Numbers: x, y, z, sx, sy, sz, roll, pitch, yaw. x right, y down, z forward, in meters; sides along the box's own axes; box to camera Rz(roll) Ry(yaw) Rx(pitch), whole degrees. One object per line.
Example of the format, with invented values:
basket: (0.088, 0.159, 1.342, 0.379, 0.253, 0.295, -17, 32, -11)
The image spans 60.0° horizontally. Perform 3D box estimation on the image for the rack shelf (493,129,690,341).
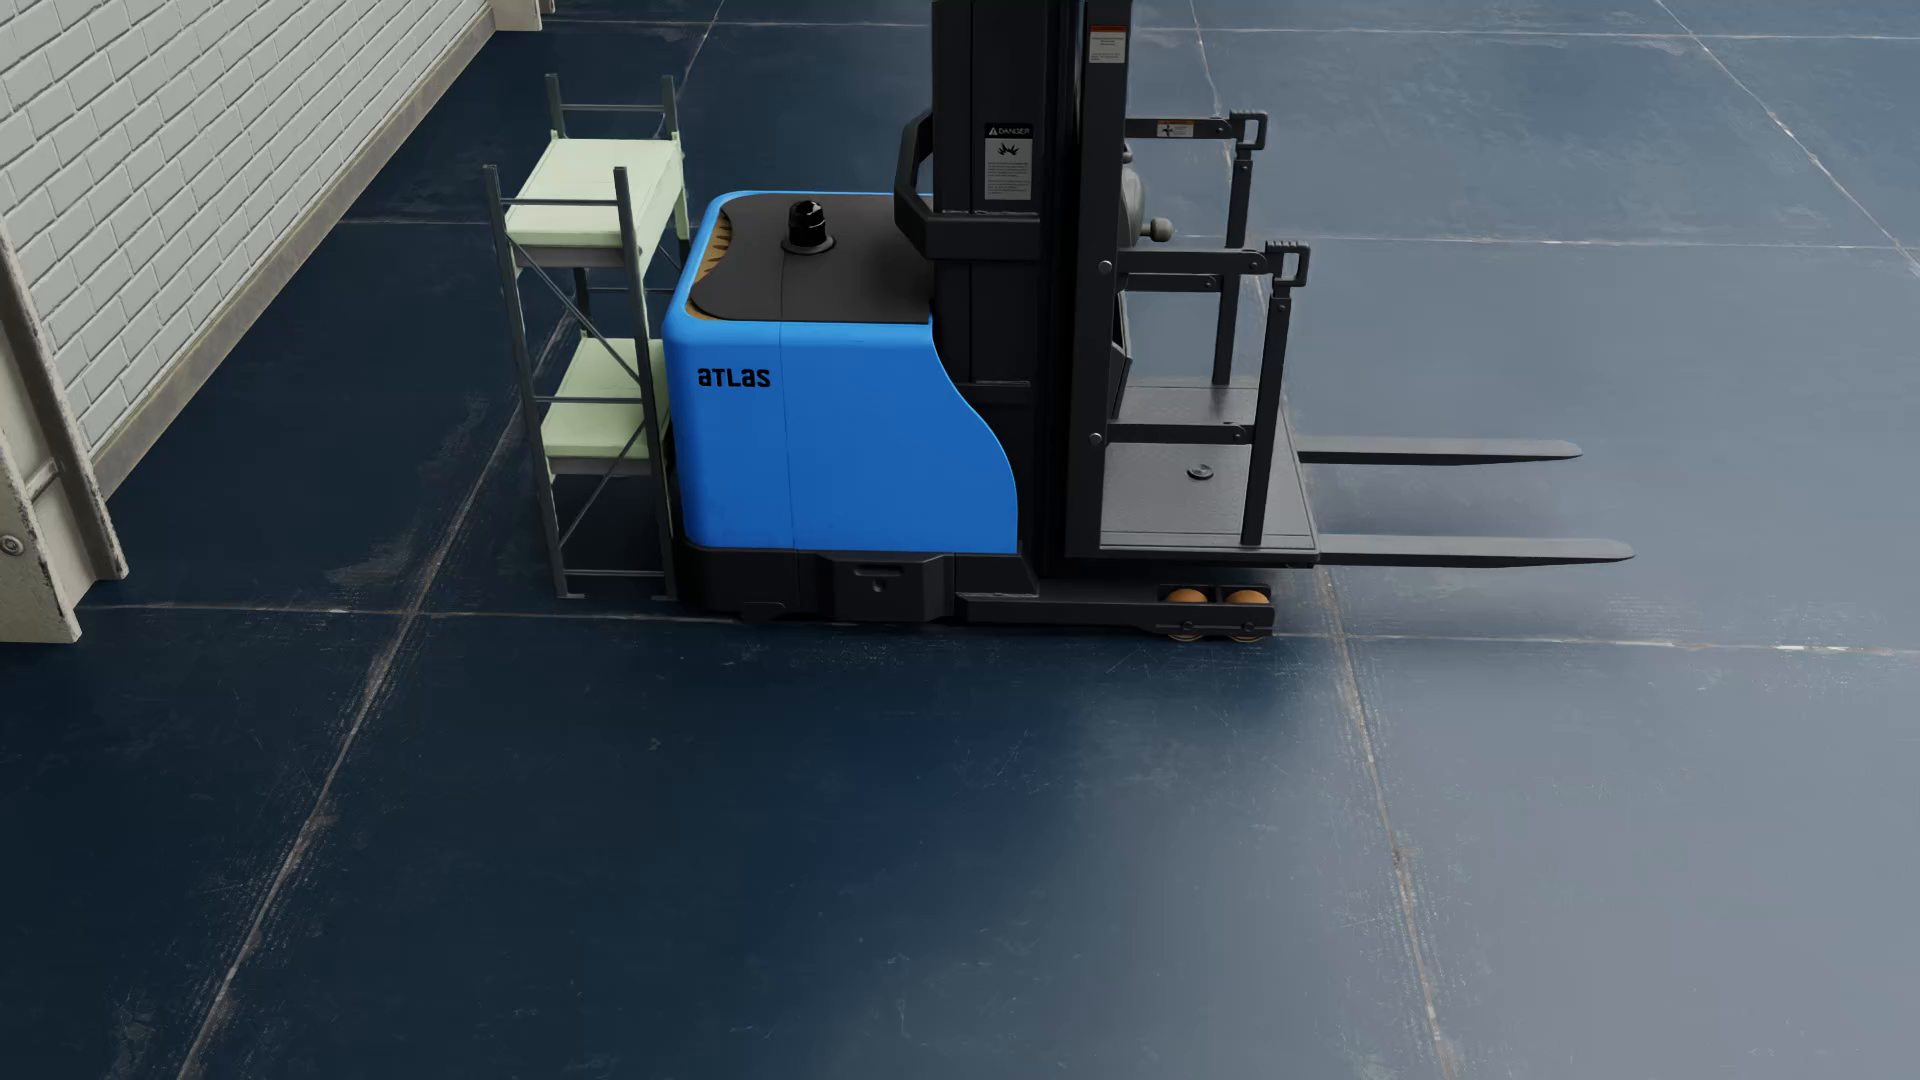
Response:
rack shelf: (-1.113, -0.951, 5.120, 0.431, 0.370, 0.720, 1, 35, 2)

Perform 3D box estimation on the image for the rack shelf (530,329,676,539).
rack shelf: (-1.113, -0.365, 5.531, 0.431, 0.370, 0.720, 1, 35, 2)

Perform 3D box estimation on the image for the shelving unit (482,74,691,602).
shelving unit: (-1.113, -0.631, 5.344, 0.431, 1.500, 0.755, 1, 35, 2)

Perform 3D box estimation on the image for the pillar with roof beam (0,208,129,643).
pillar with roof beam: (1.341, -3.372, 2.722, 9.100, 9.000, 0.400, 1, 35, 2)

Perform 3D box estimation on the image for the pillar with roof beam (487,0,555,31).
pillar with roof beam: (1.582, -6.819, 7.627, 9.100, 9.000, 0.400, 1, 35, 2)

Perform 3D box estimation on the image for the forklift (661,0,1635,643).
forklift: (0.647, -1.186, 4.889, 3.031, 2.935, 1.130, 1, 35, 2)

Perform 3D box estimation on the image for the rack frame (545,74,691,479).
rack frame: (-1.101, -0.842, 5.643, 0.400, 1.500, 0.023, 1, 35, 2)

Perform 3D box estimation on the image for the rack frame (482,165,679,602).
rack frame: (-1.126, -0.421, 5.045, 0.400, 1.500, 0.023, 1, 35, 2)
